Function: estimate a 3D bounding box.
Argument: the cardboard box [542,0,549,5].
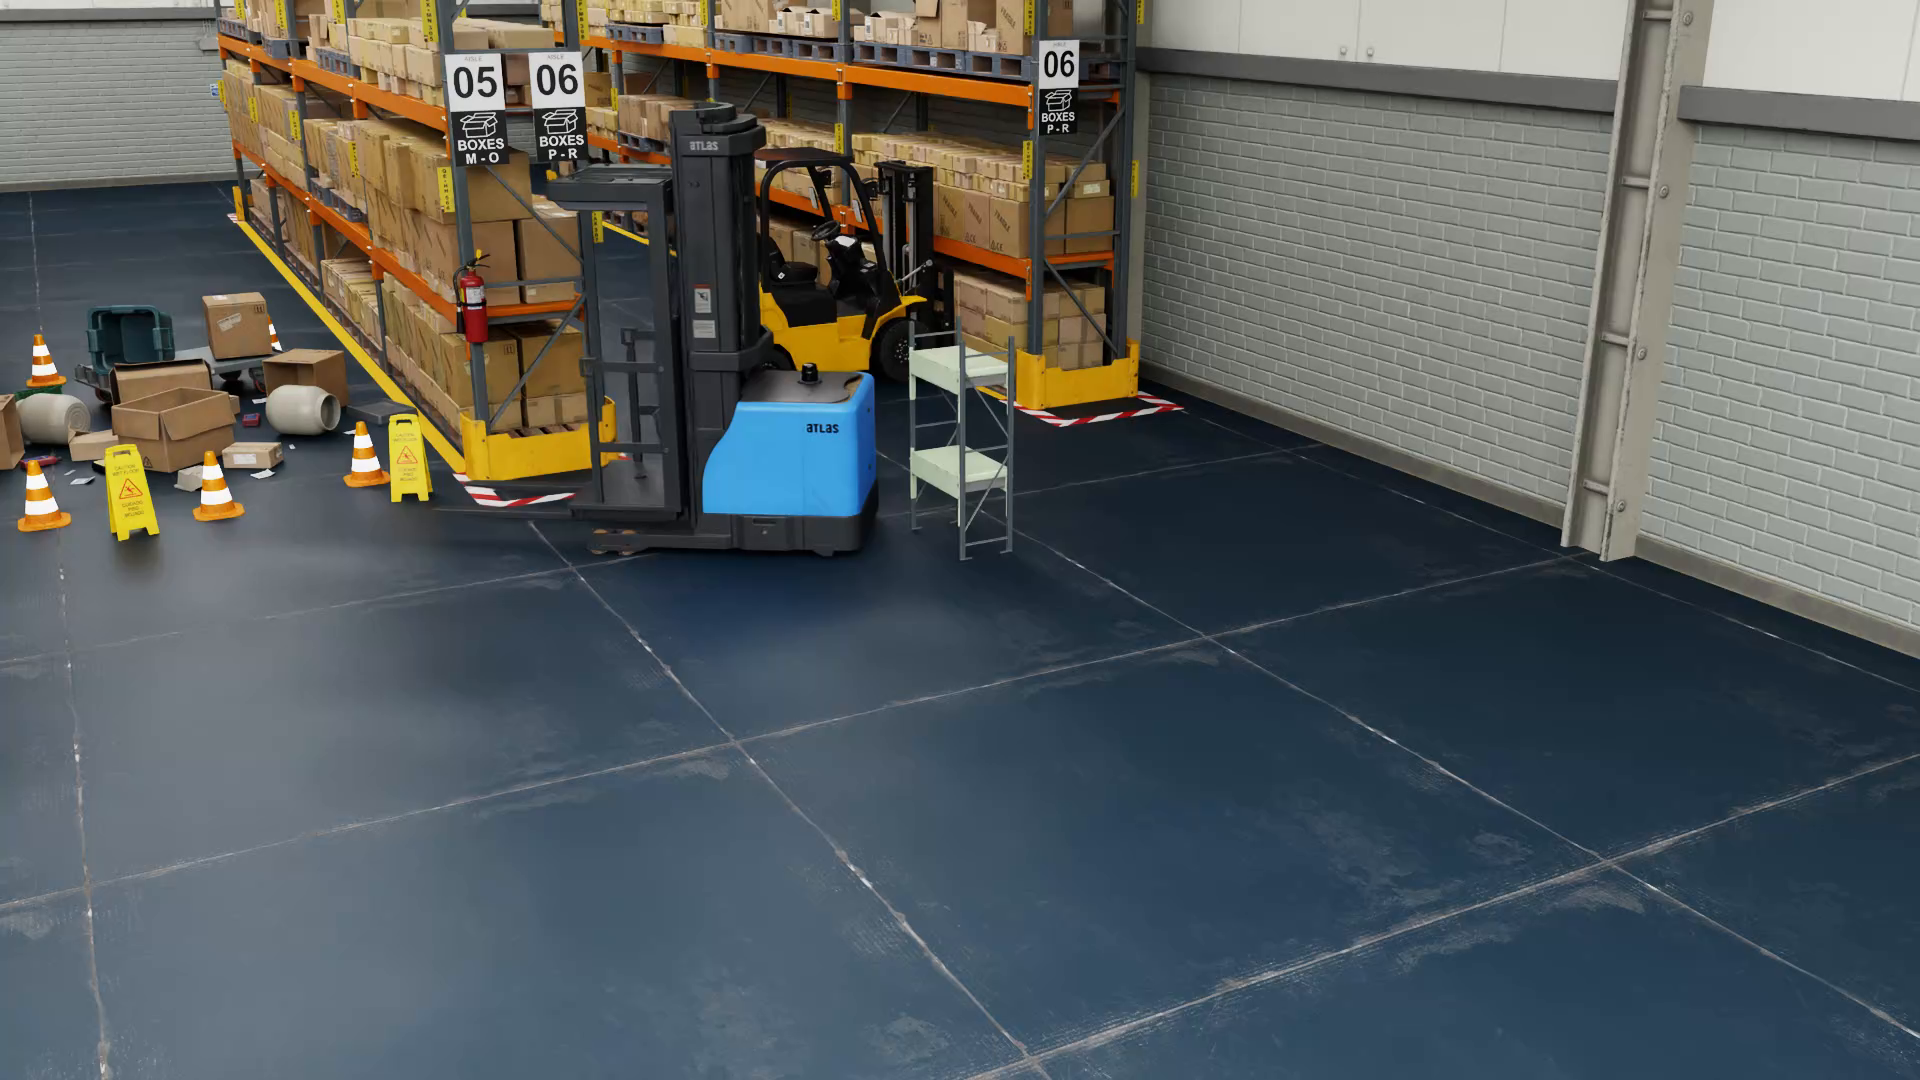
[{"bbox_3d":[-6.530,-8.885,27.191,0.500,0.250,0.500,-10,22,-27],"label":"cardboard box"}]

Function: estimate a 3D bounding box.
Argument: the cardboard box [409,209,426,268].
[{"bbox_3d":[-4.257,-2.554,13.825,0.500,0.500,0.500,-10,21,-27],"label":"cardboard box"}]

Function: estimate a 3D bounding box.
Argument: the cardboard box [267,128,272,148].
[{"bbox_3d":[-8.754,-5.259,21.738,0.500,0.250,0.500,-10,21,-26],"label":"cardboard box"}]

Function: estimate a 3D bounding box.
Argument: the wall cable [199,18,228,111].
[{"bbox_3d":[-13.584,-8.668,30.546,0.585,1.953,0.123,-10,21,-27],"label":"wall cable"}]

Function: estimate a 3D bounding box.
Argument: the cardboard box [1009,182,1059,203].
[{"bbox_3d":[0.667,-3.144,14.997,0.380,0.149,0.250,-10,21,-26],"label":"cardboard box"}]

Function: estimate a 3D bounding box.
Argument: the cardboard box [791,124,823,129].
[{"bbox_3d":[-1.863,-5.034,20.475,0.380,0.149,0.250,-10,21,-27],"label":"cardboard box"}]

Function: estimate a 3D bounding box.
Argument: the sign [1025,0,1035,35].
[{"bbox_3d":[0.594,-4.453,14.104,0.100,0.325,0.005,-10,21,-27],"label":"sign"}]

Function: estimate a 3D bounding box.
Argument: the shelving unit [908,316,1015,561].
[{"bbox_3d":[0.003,-0.707,11.381,0.431,1.500,0.755,-10,21,-27],"label":"shelving unit"}]

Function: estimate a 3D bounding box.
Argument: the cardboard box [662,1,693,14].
[{"bbox_3d":[-3.760,-7.132,22.266,0.380,0.149,0.250,-10,21,-26],"label":"cardboard box"}]

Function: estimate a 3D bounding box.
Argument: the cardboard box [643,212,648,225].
[{"bbox_3d":[-4.327,-4.871,24.337,0.500,0.500,0.500,-10,22,-27],"label":"cardboard box"}]

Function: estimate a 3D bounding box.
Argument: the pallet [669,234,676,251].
[{"bbox_3d":[-3.617,-4.283,23.719,1.003,0.211,1.213,-10,21,-27],"label":"pallet"}]

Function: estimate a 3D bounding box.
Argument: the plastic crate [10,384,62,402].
[{"bbox_3d":[-8.261,-1.168,14.640,0.450,0.188,0.662,-9,19,5],"label":"plastic crate"}]

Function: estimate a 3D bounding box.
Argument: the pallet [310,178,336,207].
[{"bbox_3d":[-6.655,-3.982,18.867,1.213,0.211,1.003,-10,21,-27],"label":"pallet"}]

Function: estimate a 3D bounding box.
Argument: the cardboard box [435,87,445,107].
[{"bbox_3d":[-3.704,-3.323,12.449,0.380,0.149,0.250,-10,21,-26],"label":"cardboard box"}]

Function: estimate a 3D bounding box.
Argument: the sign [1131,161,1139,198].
[{"bbox_3d":[1.570,-3.265,15.047,0.100,0.325,0.005,-10,21,-27],"label":"sign"}]

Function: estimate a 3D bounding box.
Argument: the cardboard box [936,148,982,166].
[{"bbox_3d":[-0.011,-3.738,16.263,0.380,0.149,0.250,-10,21,-26],"label":"cardboard box"}]

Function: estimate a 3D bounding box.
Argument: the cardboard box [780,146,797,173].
[{"bbox_3d":[-1.768,-4.444,19.374,0.500,0.250,0.500,-10,21,-26],"label":"cardboard box"}]

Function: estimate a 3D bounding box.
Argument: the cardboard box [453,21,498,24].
[{"bbox_3d":[-4.170,-4.370,14.260,0.380,0.149,0.250,-10,21,-26],"label":"cardboard box"}]

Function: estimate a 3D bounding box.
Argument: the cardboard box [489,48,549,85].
[{"bbox_3d":[-3.293,-3.638,12.750,0.500,0.250,0.500,-10,22,-28],"label":"cardboard box"}]

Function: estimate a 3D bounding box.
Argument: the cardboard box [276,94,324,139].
[{"bbox_3d":[-8.044,-5.178,20.354,0.500,0.500,0.500,-10,21,-27],"label":"cardboard box"}]

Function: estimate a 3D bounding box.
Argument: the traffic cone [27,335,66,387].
[{"bbox_3d":[-8.804,-1.737,15.955,0.336,0.463,0.334,-10,21,-27],"label":"traffic cone"}]

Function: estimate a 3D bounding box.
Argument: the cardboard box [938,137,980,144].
[{"bbox_3d":[-0.010,-4.118,17.362,0.380,0.149,0.250,-10,22,-28],"label":"cardboard box"}]

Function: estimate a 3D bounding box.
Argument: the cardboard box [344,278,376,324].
[{"bbox_3d":[-6.115,-2.624,18.023,0.950,0.372,0.625,-9,21,-25],"label":"cardboard box"}]

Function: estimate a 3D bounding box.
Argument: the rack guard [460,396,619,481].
[{"bbox_3d":[-3.324,-0.805,13.197,1.175,0.500,0.348,-10,21,-27],"label":"rack guard"}]

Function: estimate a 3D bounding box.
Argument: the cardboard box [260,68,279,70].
[{"bbox_3d":[-9.552,-6.440,23.017,0.380,0.149,0.250,-10,21,-27],"label":"cardboard box"}]

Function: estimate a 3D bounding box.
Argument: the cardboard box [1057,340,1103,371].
[{"bbox_3d":[1.017,-1.804,15.833,0.500,0.250,0.500,-10,21,-26],"label":"cardboard box"}]

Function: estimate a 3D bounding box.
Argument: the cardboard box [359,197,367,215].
[{"bbox_3d":[-5.675,-3.297,16.330,0.380,0.149,0.250,-10,21,-26],"label":"cardboard box"}]

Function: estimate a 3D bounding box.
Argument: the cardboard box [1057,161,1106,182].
[{"bbox_3d":[1.107,-3.358,15.162,0.380,0.149,0.250,-10,22,-28],"label":"cardboard box"}]

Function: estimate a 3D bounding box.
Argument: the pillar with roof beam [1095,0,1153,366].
[{"bbox_3d":[-2.248,-5.243,13.030,9.100,9.000,0.400,-10,21,-27],"label":"pillar with roof beam"}]

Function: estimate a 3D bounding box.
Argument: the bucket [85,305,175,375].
[{"bbox_3d":[-7.402,-1.806,14.955,0.726,0.611,0.620,-3,9,-8],"label":"bucket"}]

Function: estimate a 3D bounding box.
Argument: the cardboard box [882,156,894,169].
[{"bbox_3d":[-0.577,-3.877,17.122,0.380,0.149,0.250,-9,21,-25],"label":"cardboard box"}]

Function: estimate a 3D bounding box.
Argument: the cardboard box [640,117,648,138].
[{"bbox_3d":[-4.298,-5.856,23.565,0.396,0.266,0.258,-9,21,-24],"label":"cardboard box"}]

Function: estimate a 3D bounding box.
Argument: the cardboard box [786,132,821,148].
[{"bbox_3d":[-1.812,-4.662,19.397,0.380,0.149,0.250,-10,21,-26],"label":"cardboard box"}]

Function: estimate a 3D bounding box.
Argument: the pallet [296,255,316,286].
[{"bbox_3d":[-7.971,-3.531,21.539,1.003,0.211,1.213,-10,21,-27],"label":"pallet"}]

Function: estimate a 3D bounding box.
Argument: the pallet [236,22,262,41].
[{"bbox_3d":[-9.366,-7.022,22.919,1.003,0.211,1.213,-10,21,-27],"label":"pallet"}]

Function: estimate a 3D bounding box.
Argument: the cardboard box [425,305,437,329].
[{"bbox_3d":[-4.248,-1.881,13.913,0.380,0.149,0.250,-10,21,-26],"label":"cardboard box"}]

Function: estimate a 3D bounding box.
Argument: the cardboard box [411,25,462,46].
[{"bbox_3d":[-4.120,-3.994,13.173,0.380,0.149,0.250,-10,21,-27],"label":"cardboard box"}]

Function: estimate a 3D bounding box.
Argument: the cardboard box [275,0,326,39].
[{"bbox_3d":[-7.399,-6.011,19.052,0.797,0.503,0.637,-11,22,-30],"label":"cardboard box"}]

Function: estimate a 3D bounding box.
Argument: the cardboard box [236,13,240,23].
[{"bbox_3d":[-9.697,-7.164,22.783,0.380,0.149,0.250,-9,21,-25],"label":"cardboard box"}]

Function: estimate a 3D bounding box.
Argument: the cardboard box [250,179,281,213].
[{"bbox_3d":[-10.485,-5.371,25.882,0.875,0.438,0.875,-11,22,-28],"label":"cardboard box"}]

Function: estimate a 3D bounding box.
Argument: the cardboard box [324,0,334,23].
[{"bbox_3d":[-6.079,-5.331,16.702,0.500,0.250,0.500,-10,21,-26],"label":"cardboard box"}]

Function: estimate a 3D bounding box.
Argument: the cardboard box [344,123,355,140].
[{"bbox_3d":[-5.944,-4.099,16.664,0.380,0.149,0.250,-11,22,-28],"label":"cardboard box"}]

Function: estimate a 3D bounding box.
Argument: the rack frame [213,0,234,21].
[{"bbox_3d":[-10.886,-9.393,25.058,1.000,3.000,0.127,-10,21,-27],"label":"rack frame"}]

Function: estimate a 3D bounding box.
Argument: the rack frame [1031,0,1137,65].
[{"bbox_3d":[1.078,-5.570,13.978,1.000,3.000,0.127,-10,21,-27],"label":"rack frame"}]

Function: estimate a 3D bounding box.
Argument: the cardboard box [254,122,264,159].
[{"bbox_3d":[-9.432,-5.550,22.964,0.500,0.500,0.500,-10,21,-26],"label":"cardboard box"}]

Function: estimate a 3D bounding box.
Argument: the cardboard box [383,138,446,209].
[{"bbox_3d":[-4.289,-3.015,13.627,0.700,0.500,0.500,-10,22,-27],"label":"cardboard box"}]

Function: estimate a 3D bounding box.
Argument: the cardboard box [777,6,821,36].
[{"bbox_3d":[-1.744,-5.895,18.856,0.500,0.311,0.500,-11,22,-28],"label":"cardboard box"}]

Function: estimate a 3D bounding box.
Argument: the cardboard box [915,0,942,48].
[{"bbox_3d":[0.011,-5.020,16.026,0.797,0.503,0.637,-9,21,-25],"label":"cardboard box"}]

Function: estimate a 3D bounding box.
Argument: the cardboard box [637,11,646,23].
[{"bbox_3d":[-4.228,-7.210,22.916,0.380,0.149,0.250,-9,21,-25],"label":"cardboard box"}]

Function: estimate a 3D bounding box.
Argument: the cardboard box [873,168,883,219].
[{"bbox_3d":[-0.578,-3.615,17.356,0.500,0.500,0.500,-10,21,-26],"label":"cardboard box"}]

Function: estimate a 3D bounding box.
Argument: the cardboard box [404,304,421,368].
[{"bbox_3d":[-4.636,-1.854,14.827,0.500,0.500,0.500,-9,21,-24],"label":"cardboard box"}]

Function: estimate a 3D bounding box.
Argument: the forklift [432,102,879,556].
[{"bbox_3d":[-2.137,-1.452,11.346,3.031,2.935,1.130,2,19,5],"label":"forklift"}]

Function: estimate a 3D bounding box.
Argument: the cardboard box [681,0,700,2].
[{"bbox_3d":[-3.620,-7.358,22.891,0.380,0.149,0.250,-9,21,-25],"label":"cardboard box"}]

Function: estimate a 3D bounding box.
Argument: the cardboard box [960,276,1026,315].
[{"bbox_3d":[0.338,-2.335,15.839,0.500,0.250,0.500,-10,21,-26],"label":"cardboard box"}]

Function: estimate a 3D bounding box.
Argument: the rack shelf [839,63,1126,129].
[{"bbox_3d":[0.129,-4.386,16.249,1.077,0.370,4.000,-10,21,-27],"label":"rack shelf"}]

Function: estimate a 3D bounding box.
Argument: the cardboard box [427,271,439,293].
[{"bbox_3d":[-4.124,-2.122,13.566,0.380,0.149,0.250,-10,21,-26],"label":"cardboard box"}]

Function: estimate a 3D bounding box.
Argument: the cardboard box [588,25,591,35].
[{"bbox_3d":[-5.498,-7.837,25.532,0.380,0.149,0.250,-9,21,-25],"label":"cardboard box"}]
